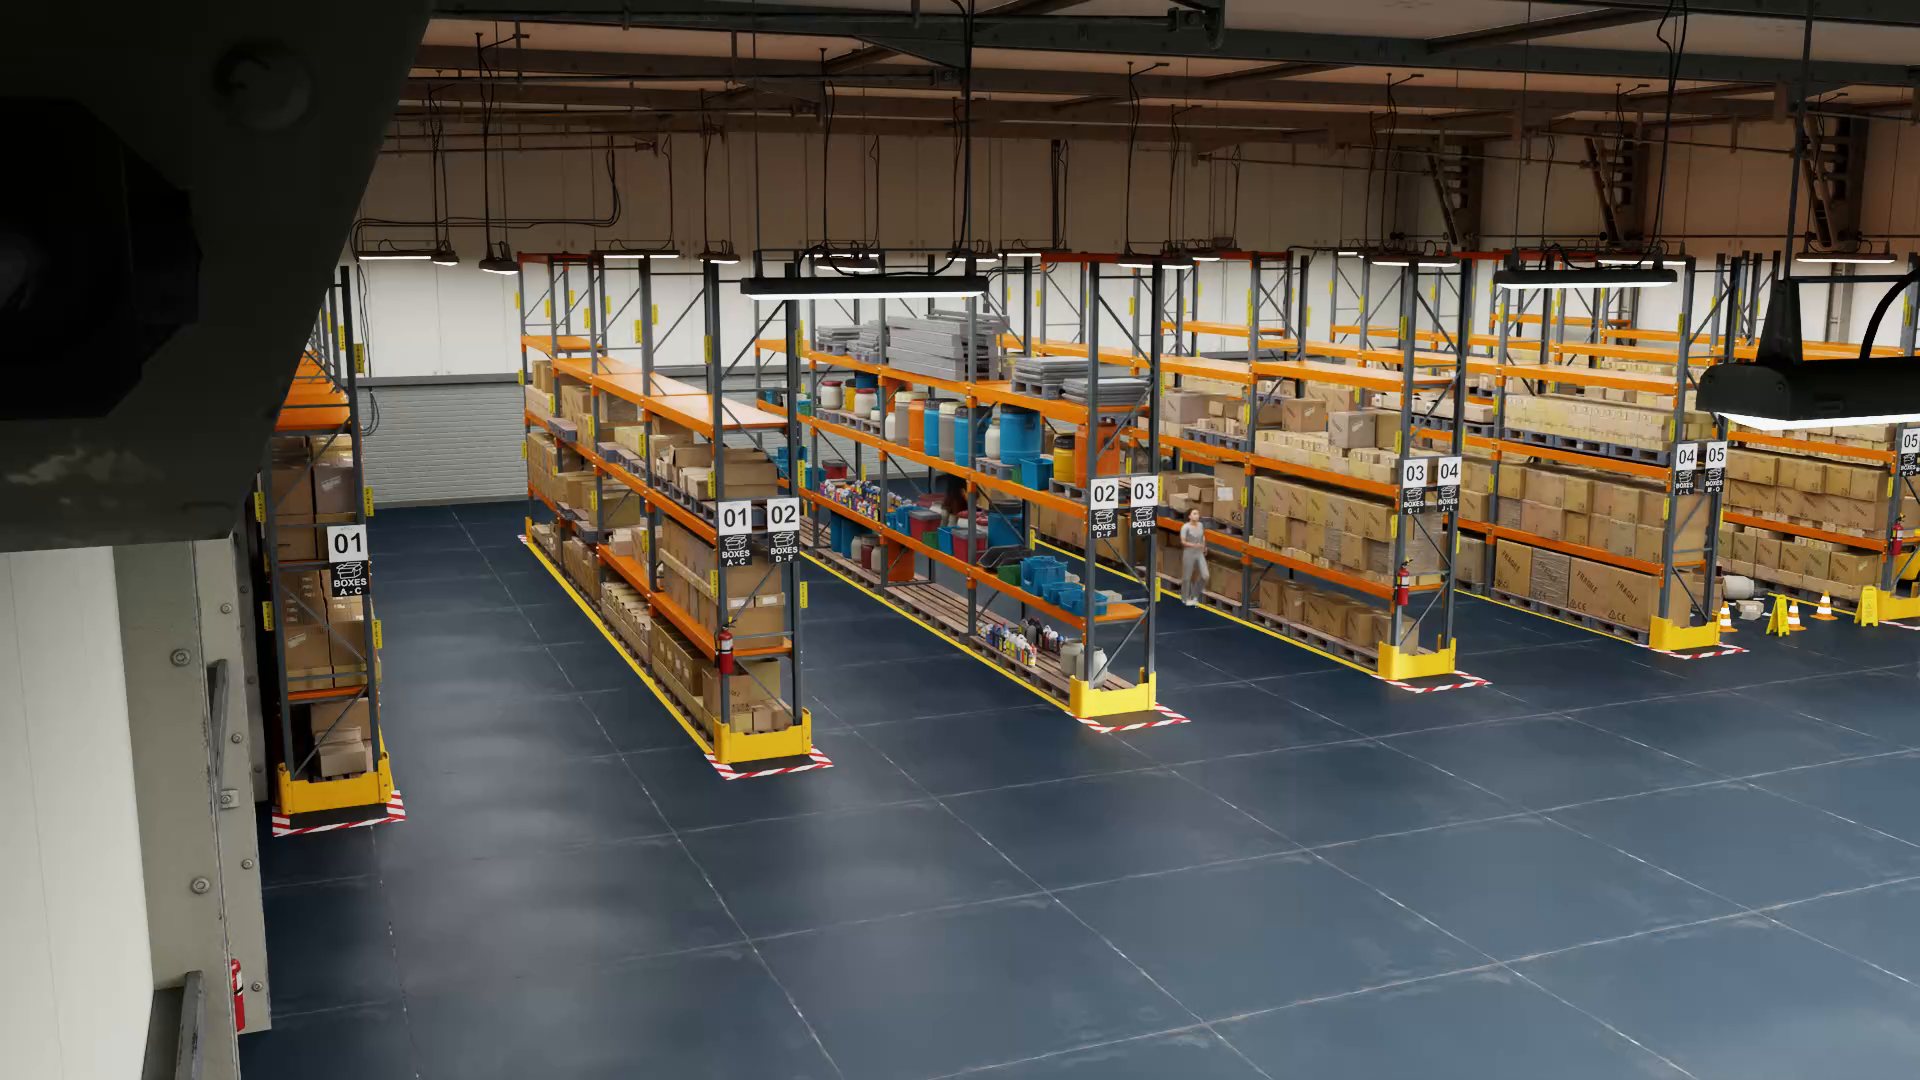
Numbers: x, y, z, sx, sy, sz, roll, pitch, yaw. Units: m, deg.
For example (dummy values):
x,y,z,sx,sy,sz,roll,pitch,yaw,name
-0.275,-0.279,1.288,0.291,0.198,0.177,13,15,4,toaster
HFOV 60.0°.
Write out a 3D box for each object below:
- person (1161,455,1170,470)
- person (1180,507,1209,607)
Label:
x,y,z,sx,sy,sz,roll,pitch,yaw,name
5.050,-2.056,41.744,0.735,1.614,0.792,-2,11,-9,person
3.859,0.285,27.275,0.543,1.665,0.618,-4,11,-23,person
